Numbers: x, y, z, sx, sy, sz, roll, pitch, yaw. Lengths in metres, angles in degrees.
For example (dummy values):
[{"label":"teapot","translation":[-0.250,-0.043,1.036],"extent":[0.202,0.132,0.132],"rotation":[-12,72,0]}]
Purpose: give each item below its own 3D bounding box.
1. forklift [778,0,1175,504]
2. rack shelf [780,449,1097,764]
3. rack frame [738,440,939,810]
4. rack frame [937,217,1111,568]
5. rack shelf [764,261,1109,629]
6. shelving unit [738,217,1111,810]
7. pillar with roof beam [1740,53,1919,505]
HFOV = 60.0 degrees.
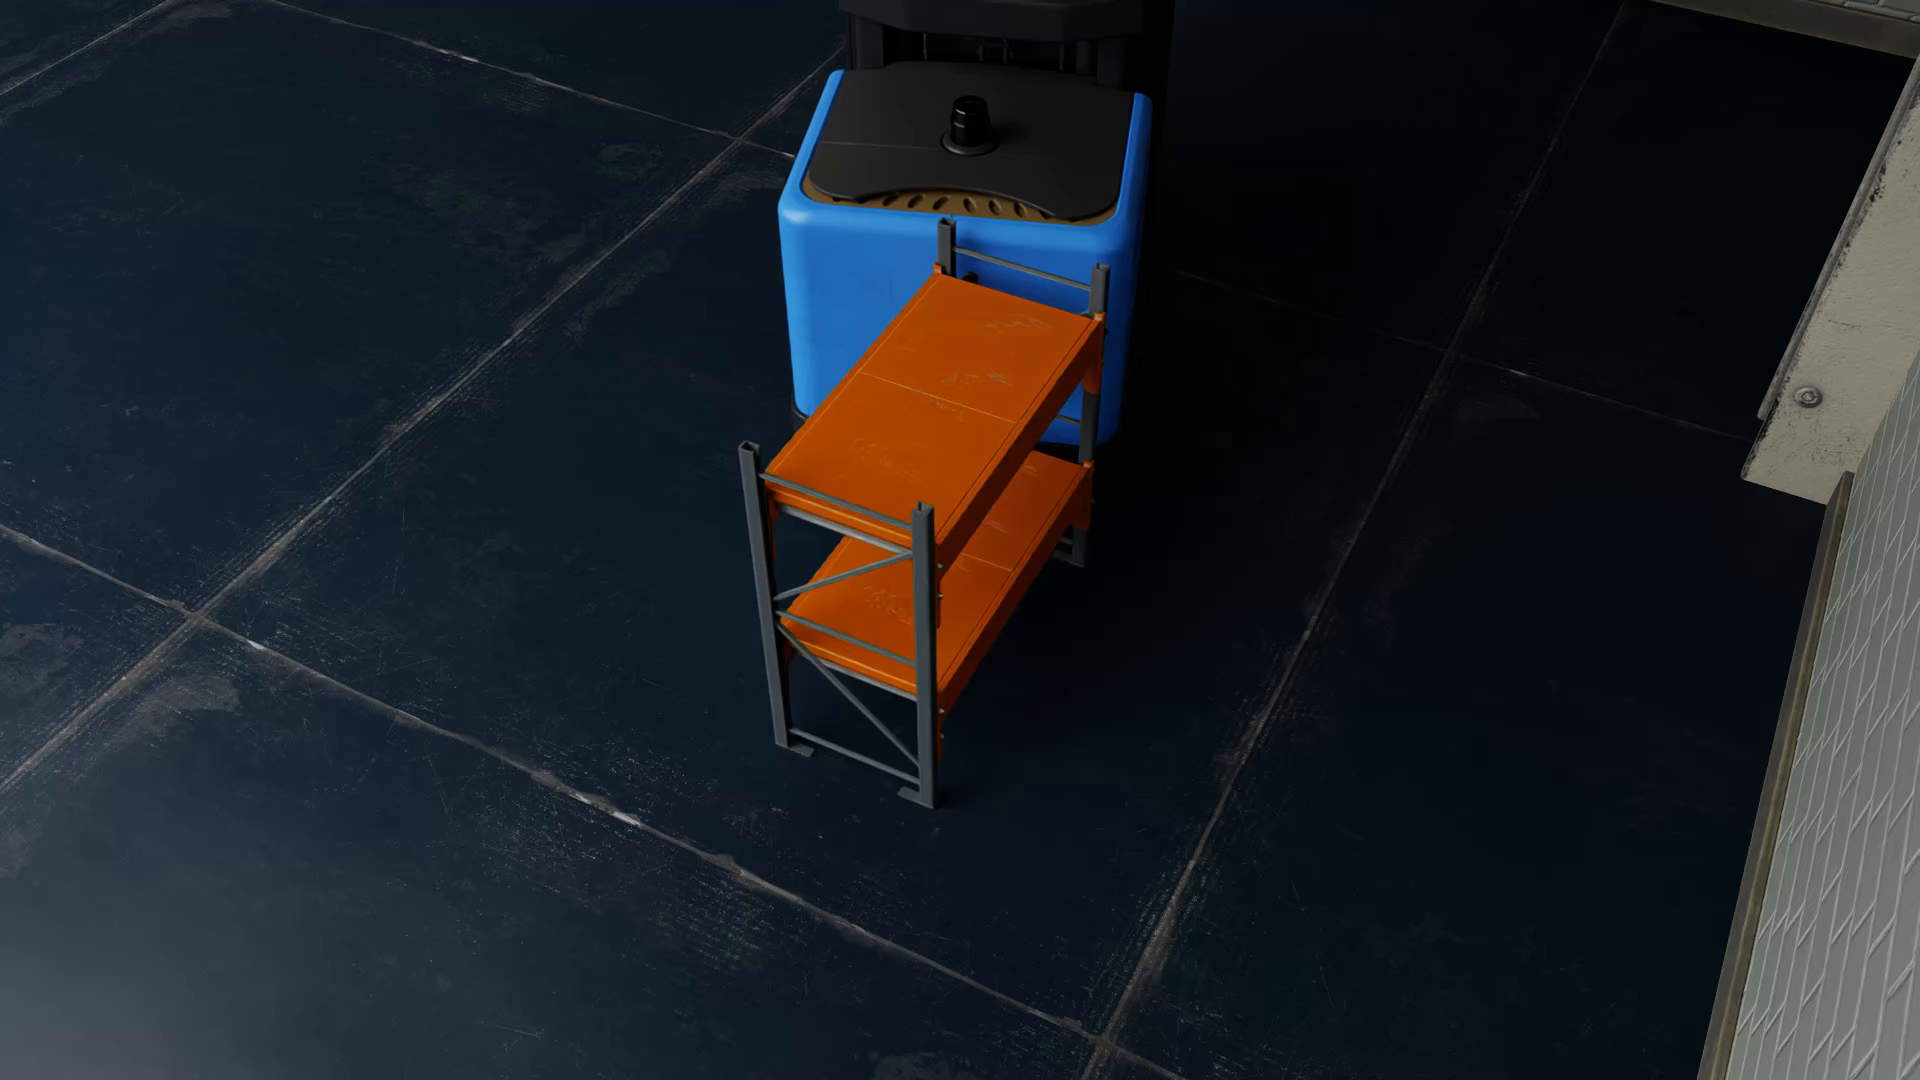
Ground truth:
[{"label":"forklift","translation":[0.197,-2.200,5.363],"extent":[1.130,2.935,3.031],"rotation":[6,46,6]},{"label":"rack shelf","translation":[-0.060,0.098,4.706],"extent":[0.538,0.278,1.000],"rotation":[20,49,18]},{"label":"rack frame","translation":[-0.288,0.250,4.212],"extent":[0.500,1.125,0.032],"rotation":[20,49,18]},{"label":"rack frame","translation":[0.167,-0.397,4.851],"extent":[0.500,1.125,0.032],"rotation":[20,49,18]},{"label":"rack shelf","translation":[-0.060,-0.279,4.324],"extent":[0.538,0.278,1.000],"rotation":[20,49,18]},{"label":"shelving unit","translation":[-0.060,-0.074,4.532],"extent":[0.538,1.125,1.048],"rotation":[20,49,18]},{"label":"pillar with roof beam","translation":[-1.028,-4.862,3.728],"extent":[9.100,9.000,0.400],"rotation":[20,49,19]}]
